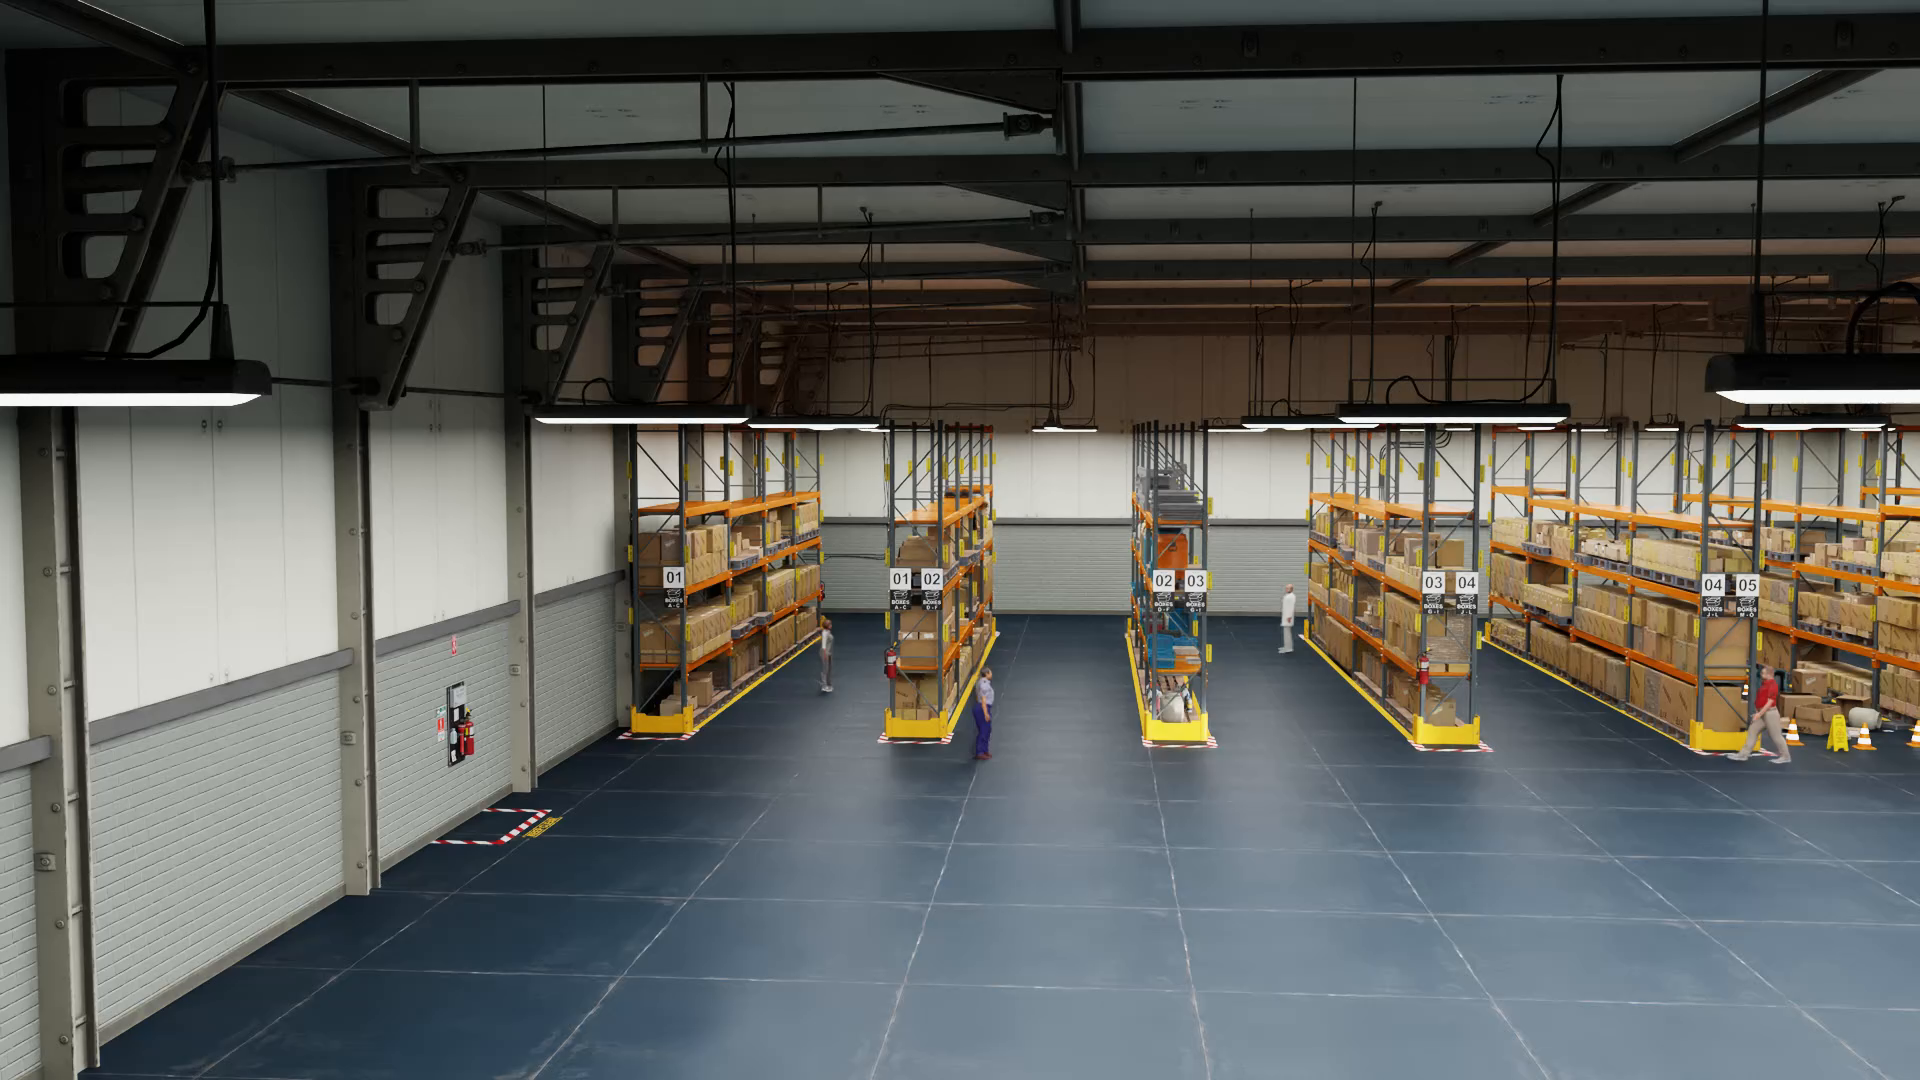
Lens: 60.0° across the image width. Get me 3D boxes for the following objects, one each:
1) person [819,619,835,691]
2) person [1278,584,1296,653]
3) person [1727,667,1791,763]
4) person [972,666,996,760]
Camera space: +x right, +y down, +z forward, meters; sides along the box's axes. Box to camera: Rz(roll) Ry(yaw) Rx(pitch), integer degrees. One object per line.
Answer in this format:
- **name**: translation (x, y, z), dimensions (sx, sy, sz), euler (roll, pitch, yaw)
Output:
- **person**: translation (-2.988, 2.601, 37.232), dimensions (0.332, 1.659, 0.501), euler (1, 4, 9)
- **person**: translation (8.625, 2.076, 43.884), dimensions (0.439, 1.799, 0.632), euler (1, 4, 10)
- **person**: translation (13.911, 3.034, 28.839), dimensions (0.986, 1.679, 0.537), euler (0, 4, 0)
- **person**: translation (0.438, 3.070, 29.397), dimensions (0.444, 1.654, 0.552), euler (0, 4, -6)
